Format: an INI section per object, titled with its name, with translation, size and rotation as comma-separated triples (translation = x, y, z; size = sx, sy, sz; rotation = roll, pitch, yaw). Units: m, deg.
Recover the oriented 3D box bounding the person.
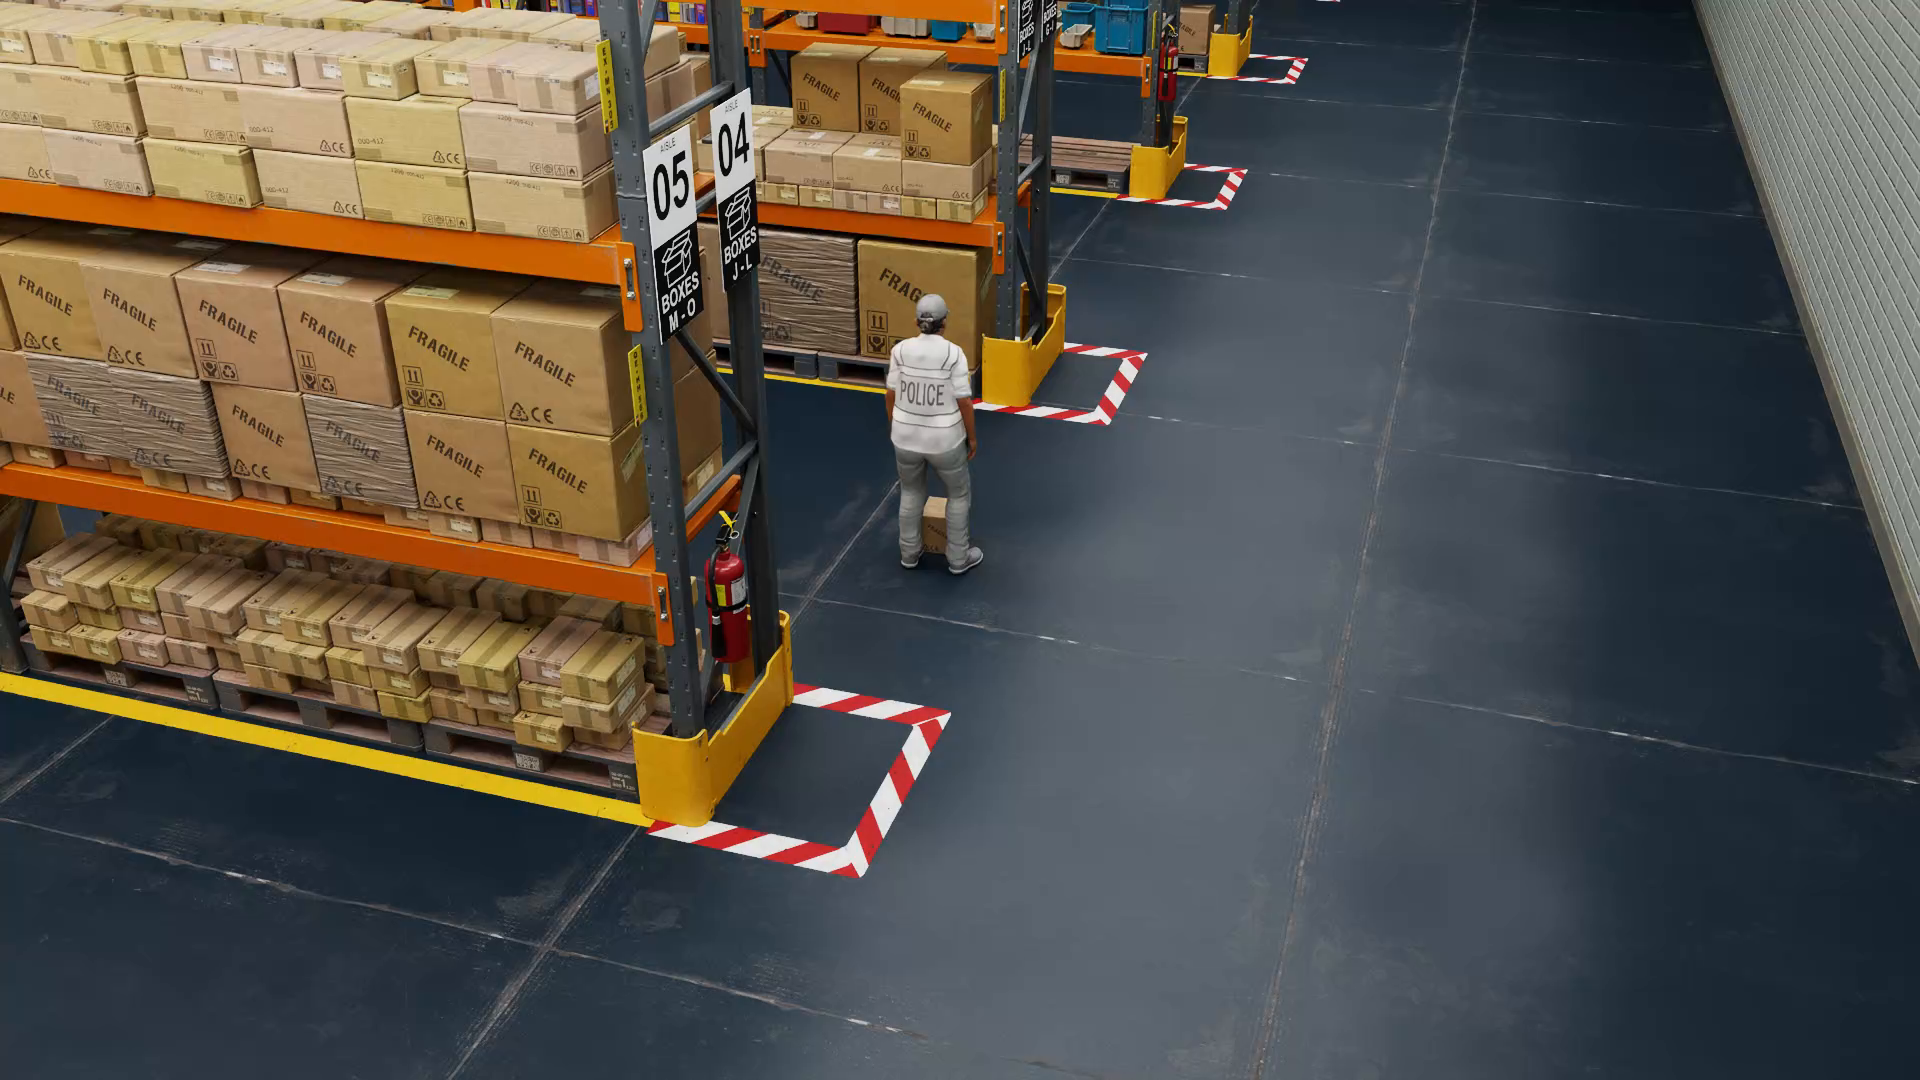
[person]
translation = -0.150, -0.596, 9.552
size = 0.537, 1.666, 0.467
rotation = 9, 31, 15
